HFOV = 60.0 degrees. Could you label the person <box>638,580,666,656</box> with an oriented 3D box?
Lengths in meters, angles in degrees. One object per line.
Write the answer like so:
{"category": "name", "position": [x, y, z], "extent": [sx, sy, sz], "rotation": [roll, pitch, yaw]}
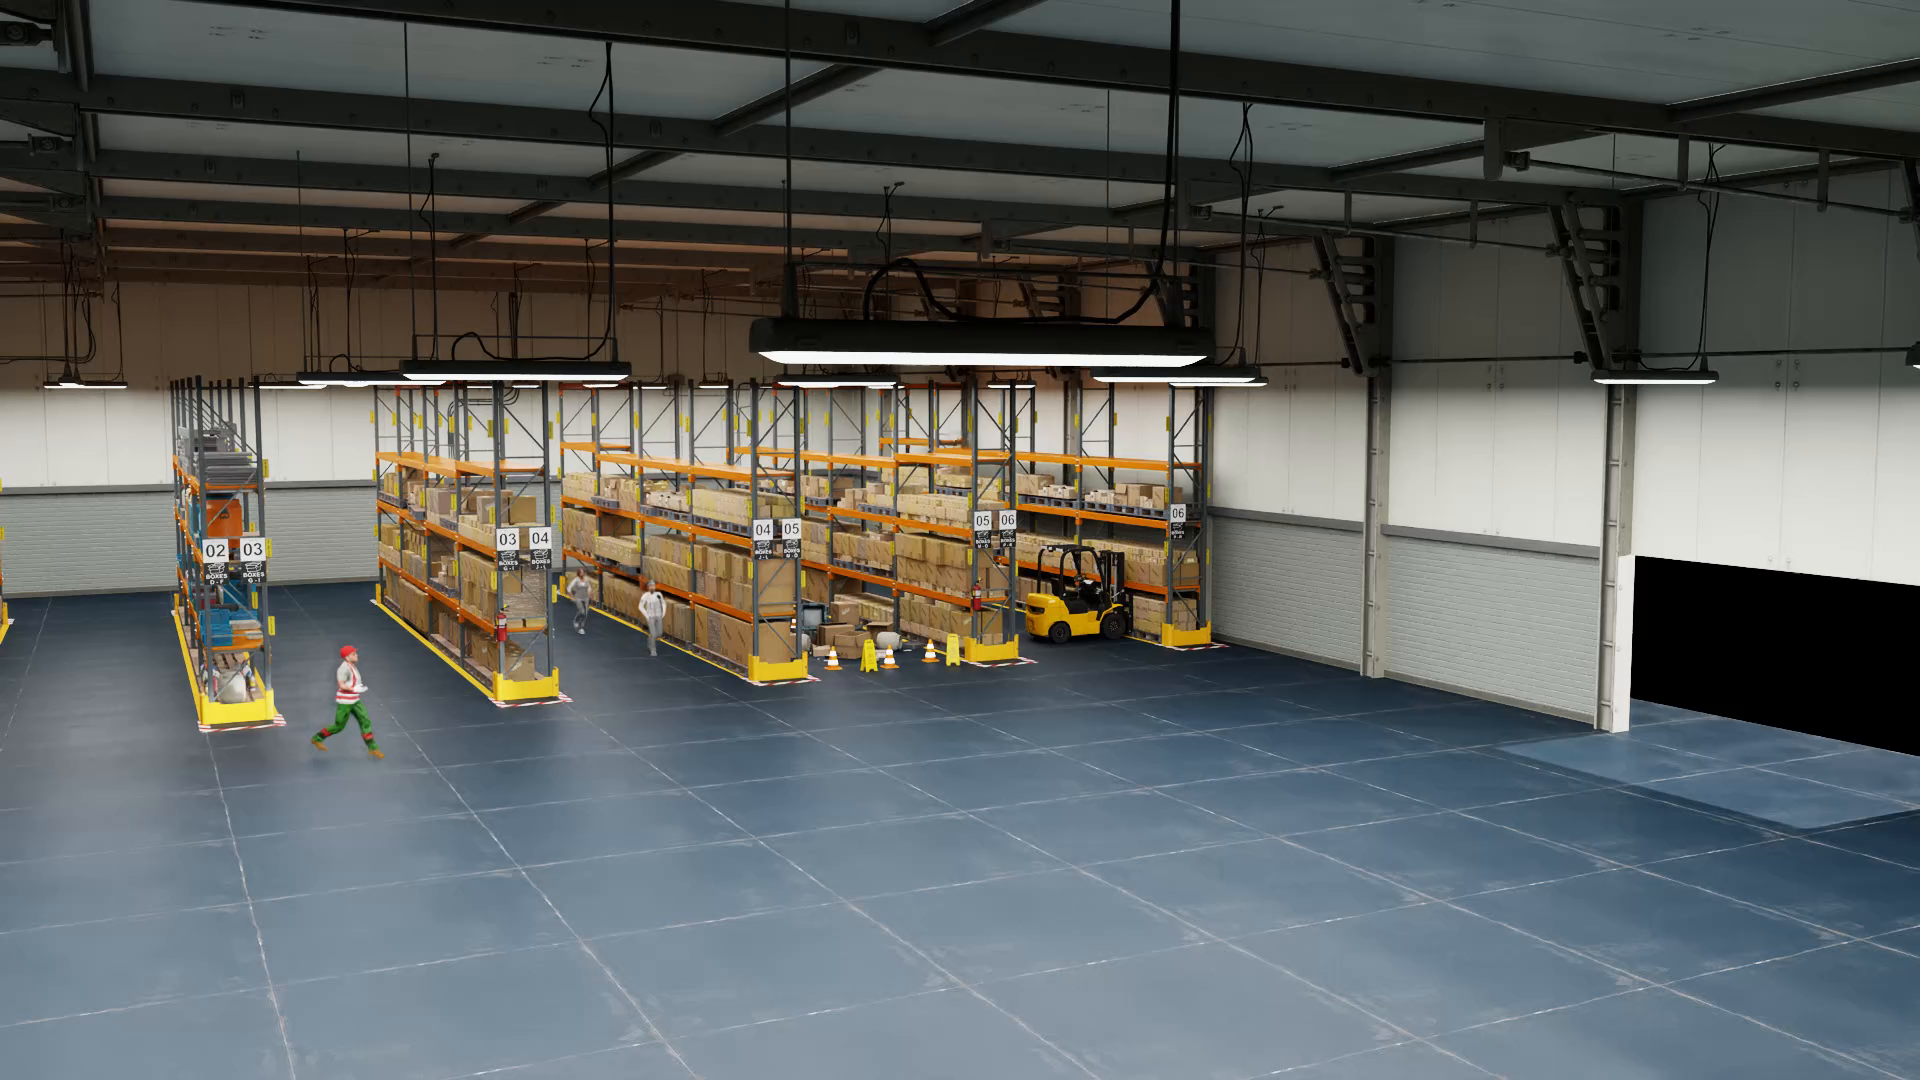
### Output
{"category": "person", "position": [-6.695, 1.681, 36.245], "extent": [0.621, 1.670, 0.494], "rotation": [-3, 6, -27]}

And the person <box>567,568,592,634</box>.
{"category": "person", "position": [-8.937, 1.448, 39.319], "extent": [0.532, 1.560, 0.540], "rotation": [-4, 6, -38]}

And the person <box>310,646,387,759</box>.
{"category": "person", "position": [-9.544, 2.539, 25.857], "extent": [1.155, 1.795, 0.622], "rotation": [0, 5, 4]}
